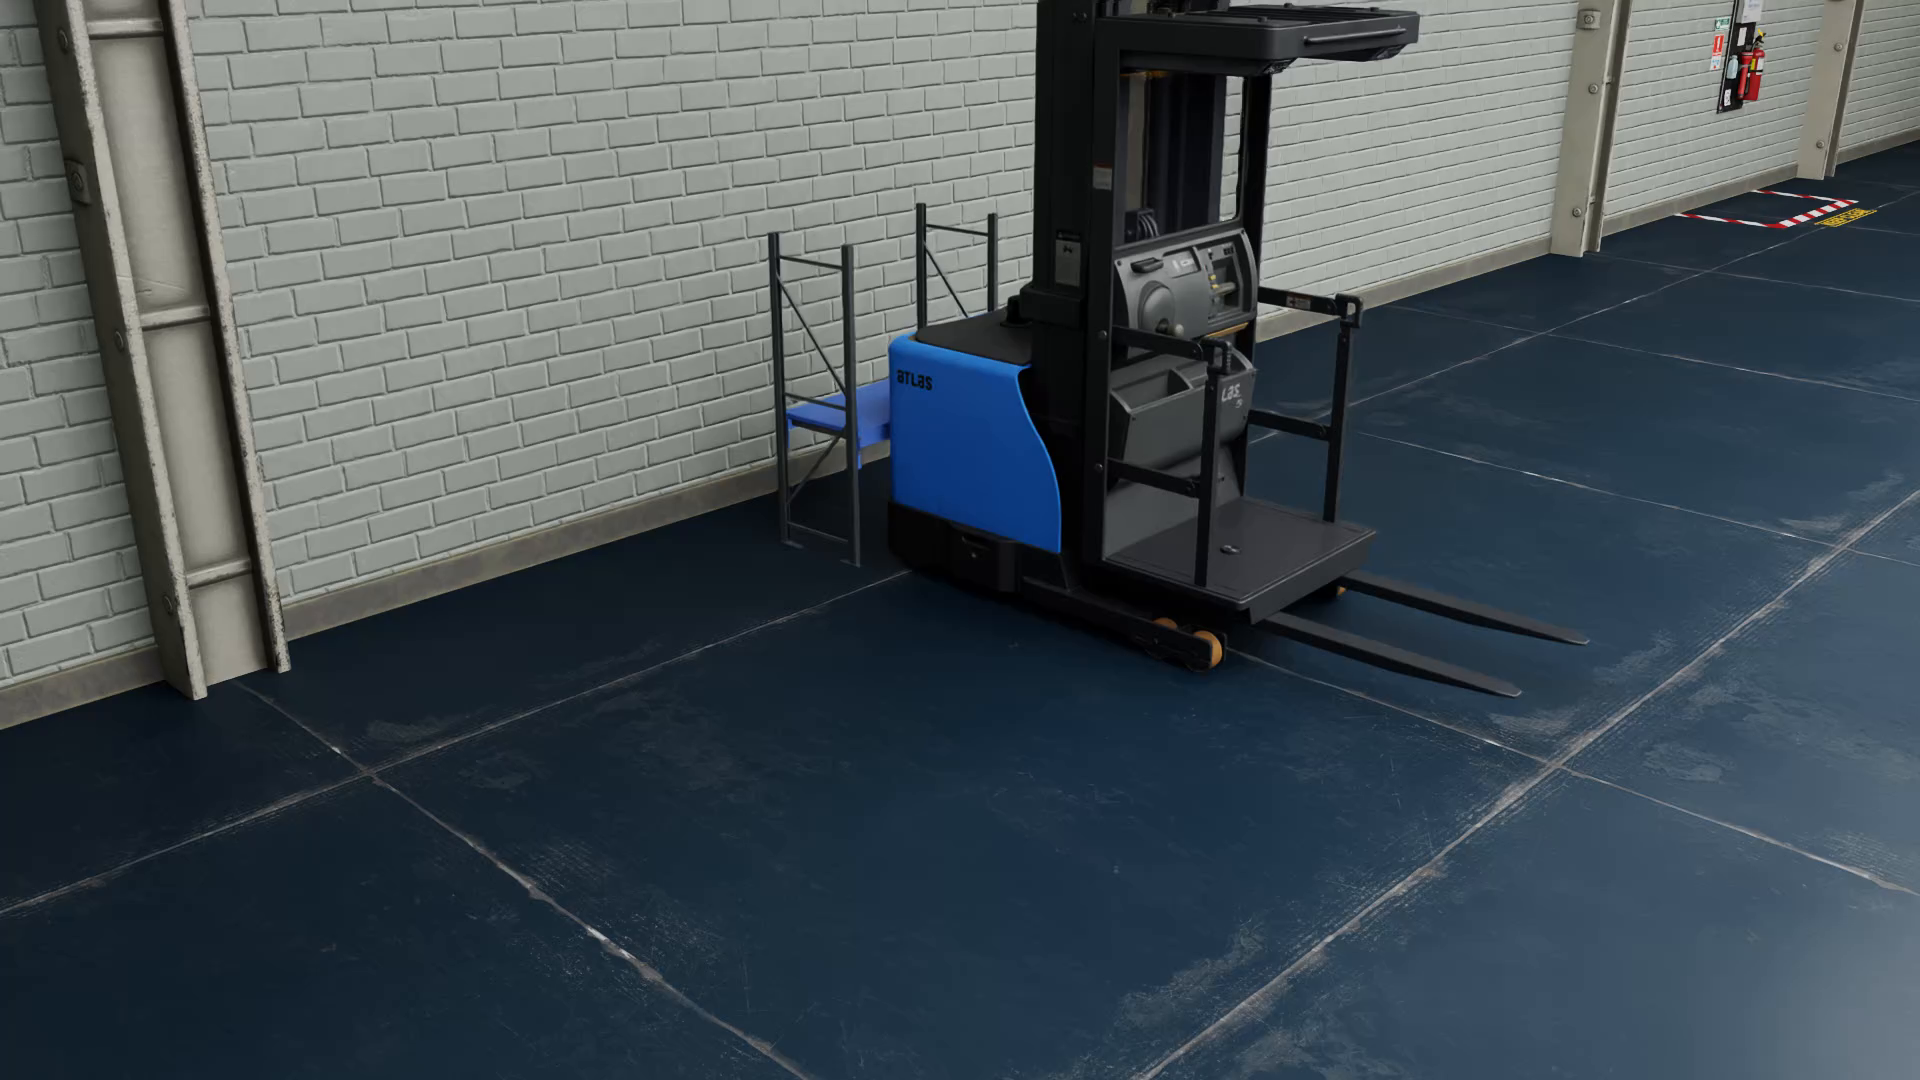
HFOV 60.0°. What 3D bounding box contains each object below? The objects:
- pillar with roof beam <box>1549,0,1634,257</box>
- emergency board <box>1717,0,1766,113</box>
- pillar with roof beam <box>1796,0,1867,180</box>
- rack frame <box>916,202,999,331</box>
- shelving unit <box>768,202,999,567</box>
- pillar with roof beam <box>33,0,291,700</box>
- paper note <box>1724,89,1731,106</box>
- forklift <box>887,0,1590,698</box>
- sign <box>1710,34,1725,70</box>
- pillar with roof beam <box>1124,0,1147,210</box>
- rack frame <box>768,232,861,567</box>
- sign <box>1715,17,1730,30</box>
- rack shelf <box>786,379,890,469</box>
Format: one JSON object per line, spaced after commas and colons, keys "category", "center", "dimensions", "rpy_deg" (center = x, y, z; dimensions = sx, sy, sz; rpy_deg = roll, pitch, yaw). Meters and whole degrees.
{"category": "pillar with roof beam", "center": [8.509, -5.674, 10.293], "dimensions": [9.100, 9.000, 0.400], "rpy_deg": [19, 28, 41]}
{"category": "emergency board", "center": [7.859, -4.868, 16.558], "dimensions": [0.194, 1.169, 0.643], "rpy_deg": [19, 28, 41]}
{"category": "pillar with roof beam", "center": [12.694, -7.216, 14.306], "dimensions": [9.100, 9.000, 0.400], "rpy_deg": [19, 28, 41]}
{"category": "rack frame", "center": [-0.017, -0.914, 8.361], "dimensions": [0.500, 1.500, 0.032], "rpy_deg": [17, 27, 37]}
{"category": "shelving unit", "center": [-0.341, -0.773, 7.996], "dimensions": [0.538, 1.500, 1.048], "rpy_deg": [17, 27, 37]}
{"category": "pillar with roof beam", "center": [0.137, -2.589, 2.268], "dimensions": [9.100, 9.000, 0.400], "rpy_deg": [19, 28, 41]}
{"category": "paper note", "center": [7.686, -4.428, 16.642], "dimensions": [0.016, 0.148, 0.142], "rpy_deg": [19, 28, 41]}
{"category": "forklift", "center": [1.096, -1.047, 6.714], "dimensions": [3.031, 2.935, 1.130], "rpy_deg": [18, 27, 39]}
{"category": "sign", "center": [7.399, -4.768, 16.249], "dimensions": [0.001, 0.329, 0.234], "rpy_deg": [19, 28, 41]}
{"category": "pillar with roof beam", "center": [4.323, -4.131, 6.280], "dimensions": [9.100, 9.000, 0.400], "rpy_deg": [19, 28, 41]}
{"category": "rack frame", "center": [-0.666, -0.633, 7.631], "dimensions": [0.500, 1.500, 0.032], "rpy_deg": [17, 27, 37]}
{"category": "sign", "center": [7.408, -5.014, 16.151], "dimensions": [0.001, 0.109, 0.331], "rpy_deg": [19, 28, 41]}
{"category": "rack shelf", "center": [-0.341, -0.606, 8.061], "dimensions": [0.538, 0.185, 1.000], "rpy_deg": [17, 27, 37]}
